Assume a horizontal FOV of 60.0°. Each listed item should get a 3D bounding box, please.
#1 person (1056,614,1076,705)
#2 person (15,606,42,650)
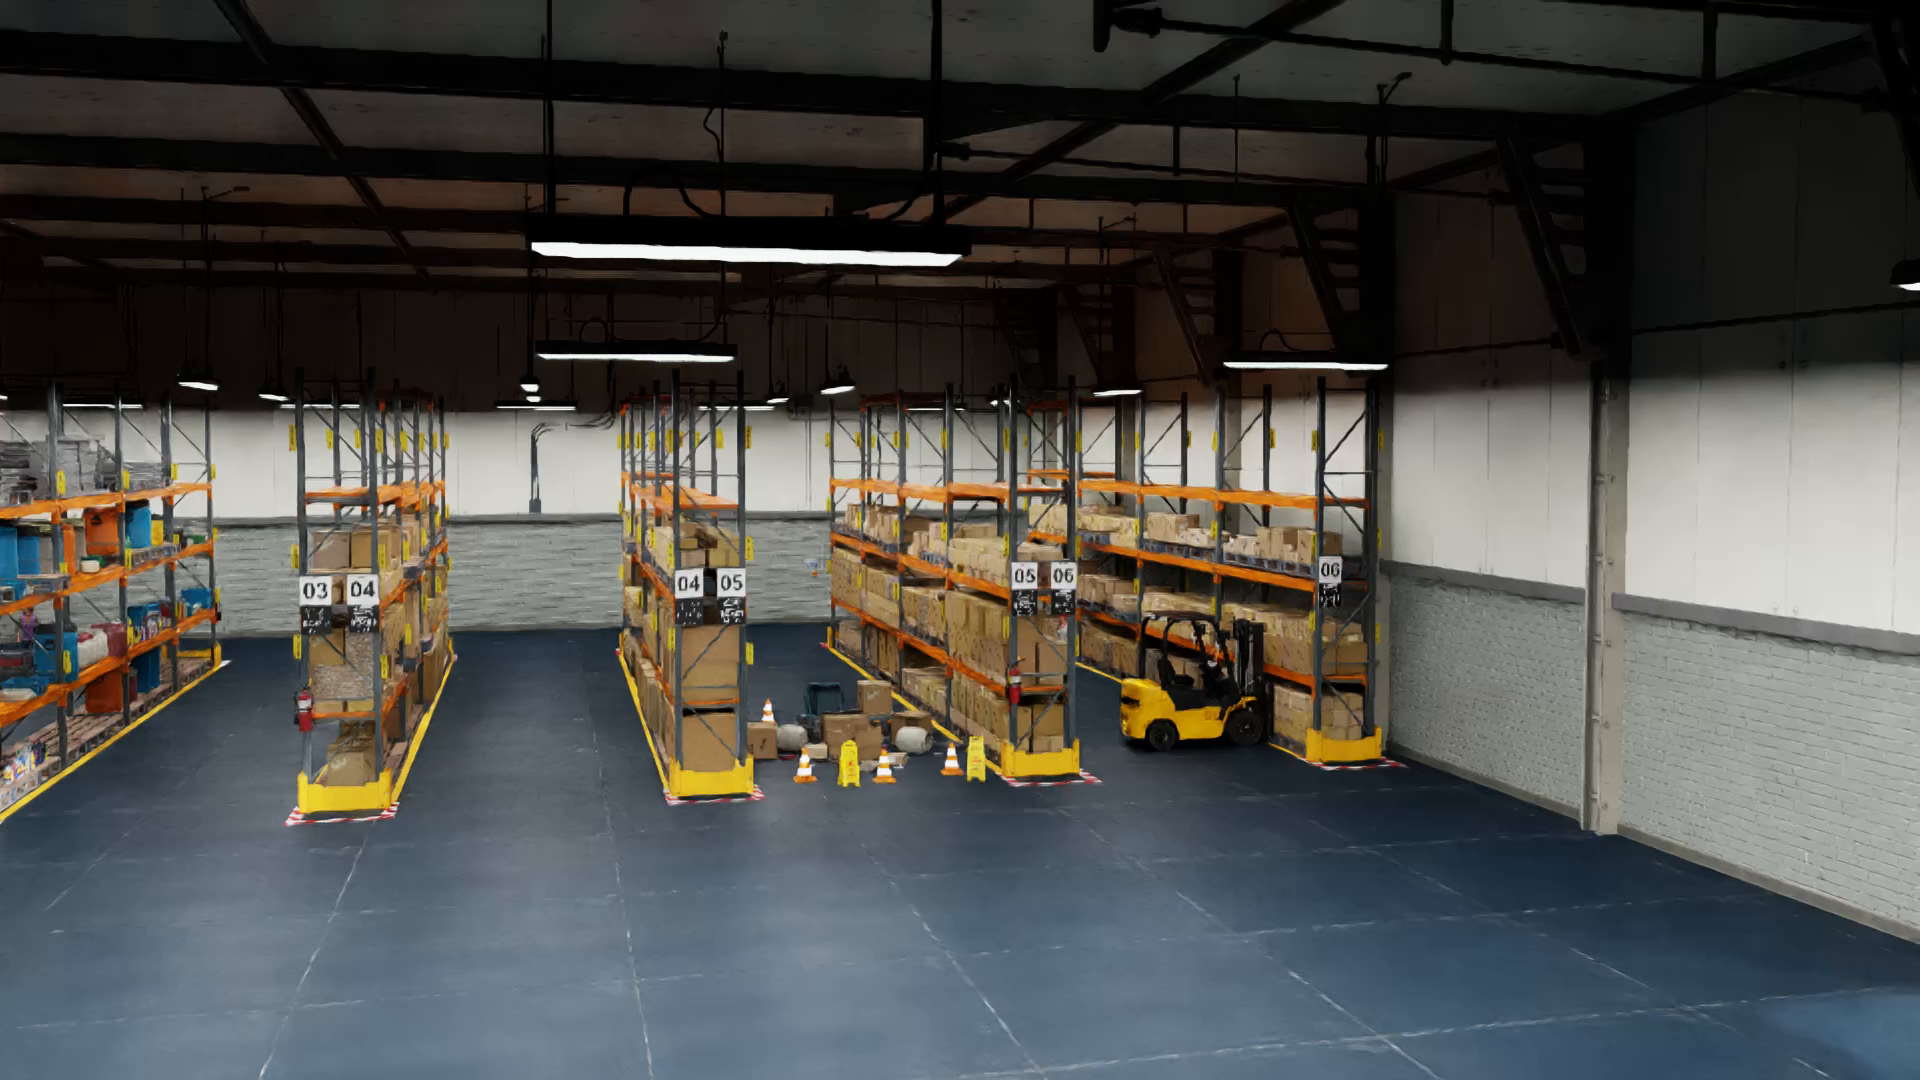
[{"bbox_3d":[1.956,2.210,31.605,0.547,1.785,0.646,1,4,15],"label":"person"},{"bbox_3d":[-19.854,2.121,35.494,0.564,1.541,0.519,-1,4,-17],"label":"person"}]
